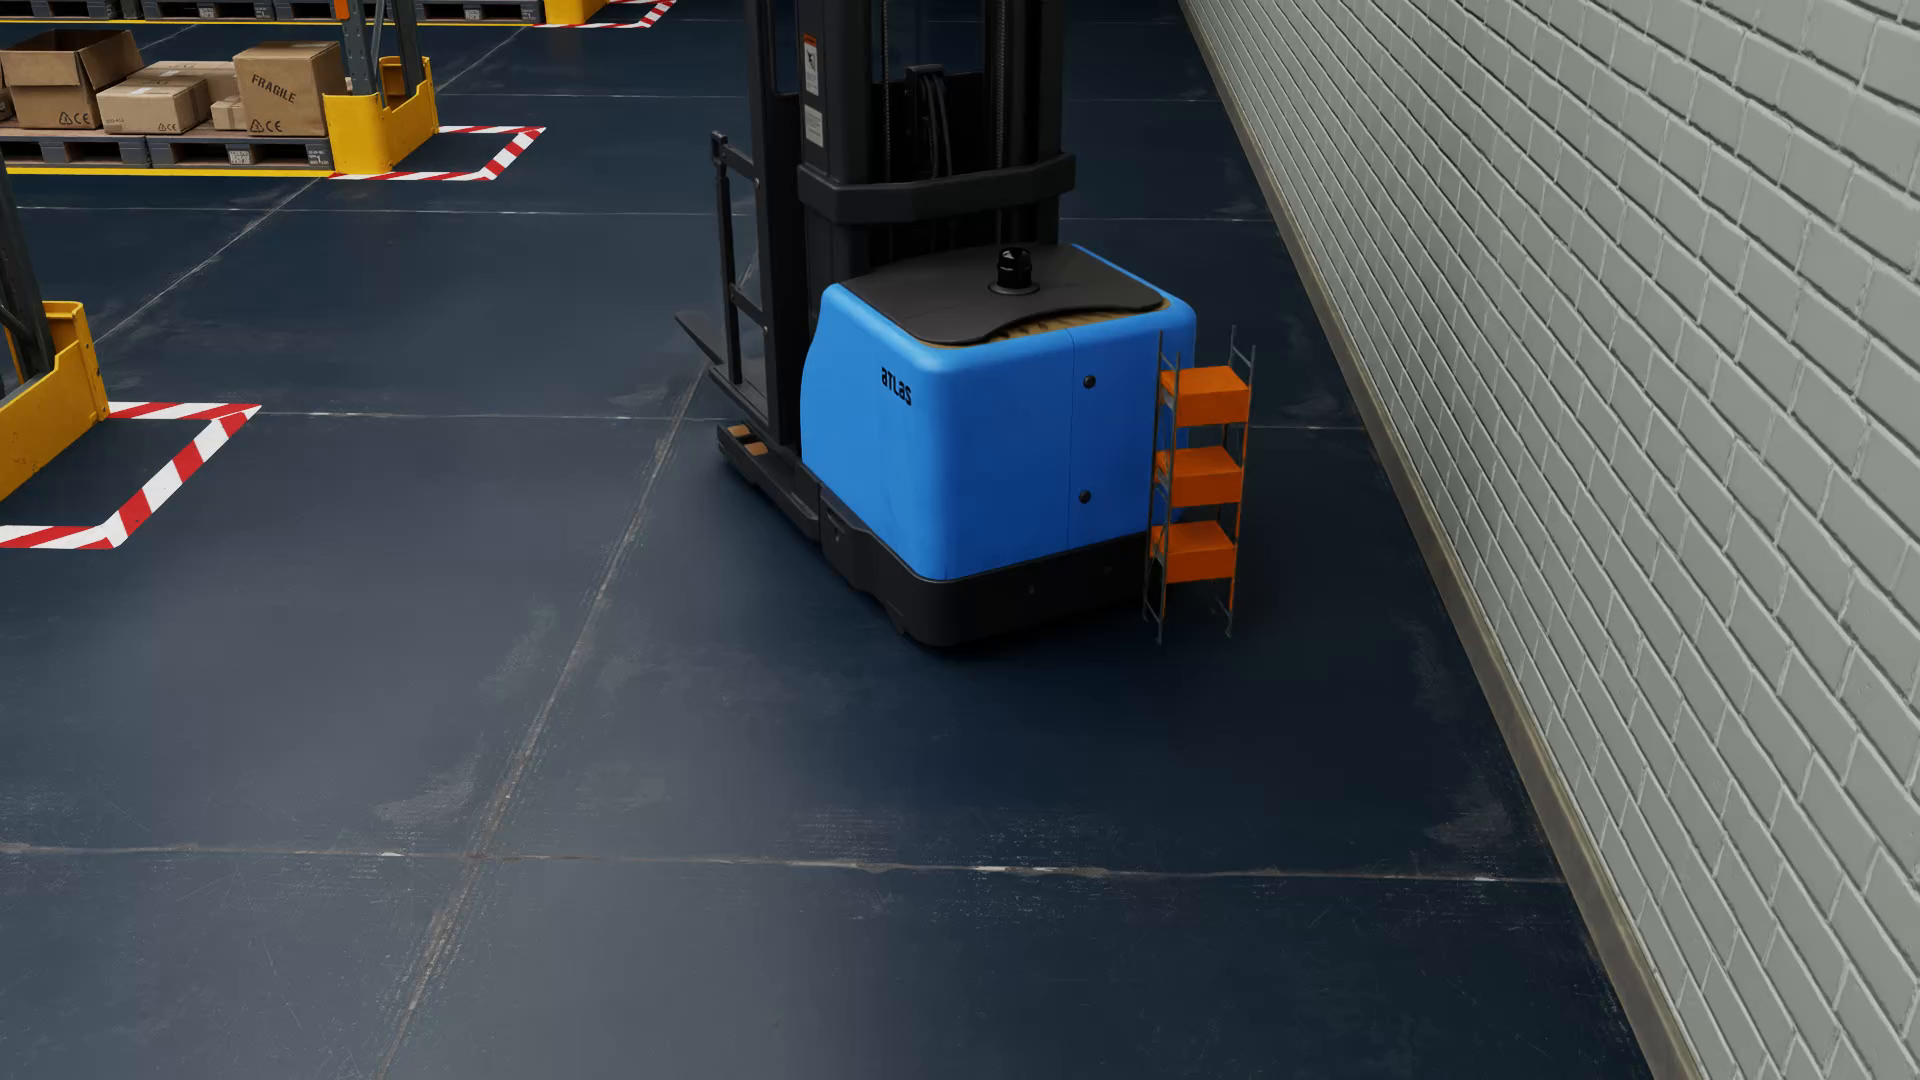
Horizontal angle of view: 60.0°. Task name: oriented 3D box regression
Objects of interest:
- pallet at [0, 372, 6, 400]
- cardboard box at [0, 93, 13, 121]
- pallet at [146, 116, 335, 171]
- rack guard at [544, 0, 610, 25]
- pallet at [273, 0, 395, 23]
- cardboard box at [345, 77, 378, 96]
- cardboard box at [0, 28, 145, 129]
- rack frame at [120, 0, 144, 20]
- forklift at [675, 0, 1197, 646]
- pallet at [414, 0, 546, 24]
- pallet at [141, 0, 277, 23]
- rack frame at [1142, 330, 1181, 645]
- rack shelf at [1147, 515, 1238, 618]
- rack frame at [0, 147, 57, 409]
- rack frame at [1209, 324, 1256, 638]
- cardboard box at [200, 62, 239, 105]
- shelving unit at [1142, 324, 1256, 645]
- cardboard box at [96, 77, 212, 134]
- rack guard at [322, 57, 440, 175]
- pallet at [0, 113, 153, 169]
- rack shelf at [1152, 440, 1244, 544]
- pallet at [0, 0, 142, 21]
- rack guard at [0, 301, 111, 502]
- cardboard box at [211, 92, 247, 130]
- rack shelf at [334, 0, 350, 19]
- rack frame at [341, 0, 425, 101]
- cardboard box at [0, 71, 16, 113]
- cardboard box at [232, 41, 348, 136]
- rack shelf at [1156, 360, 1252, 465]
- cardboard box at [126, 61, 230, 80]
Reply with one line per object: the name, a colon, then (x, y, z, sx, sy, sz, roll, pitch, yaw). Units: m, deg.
pallet: (-4.761, -0.424, 6.824, 1.213, 0.211, 1.003, 1, 28, 2)
cardboard box: (-6.481, -2.833, 10.948, 0.250, 0.166, 0.380, 1, 28, 2)
pallet: (-4.633, -2.724, 11.164, 1.213, 0.211, 1.003, 1, 28, 2)
rack guard: (-3.565, -5.157, 15.444, 0.348, 0.500, 1.175, 1, 28, 2)
pallet: (-5.607, -5.027, 15.508, 1.213, 0.211, 1.003, 1, 28, 2)
cardboard box: (-4.166, -3.045, 11.366, 0.250, 0.149, 0.380, 1, 28, 2)
cardboard box: (-5.880, -3.072, 11.037, 0.637, 0.503, 0.797, 1, 28, 2)
rack frame: (-7.586, -6.327, 14.984, 0.127, 3.000, 1.000, 1, 28, 2)
forklift: (-0.338, -1.608, 6.154, 1.130, 2.935, 3.031, -14, 31, -24)
pallet: (-4.391, -5.006, 15.468, 1.213, 0.211, 1.003, 1, 28, 2)
pallet: (-6.829, -5.046, 15.544, 1.213, 0.211, 1.003, 1, 28, 2)
rack frame: (0.653, -0.156, 5.424, 0.008, 1.050, 0.200, -5, 28, -10)
rack shelf: (0.773, 0.087, 5.580, 0.240, 0.259, 0.215, -5, 28, -10)
rack frame: (-3.939, -1.624, 6.111, 0.127, 3.000, 1.000, 1, 28, 2)
rack frame: (0.892, -0.179, 5.466, 0.008, 1.050, 0.200, -5, 28, -10)
cardboard box: (-4.793, -3.072, 11.309, 0.500, 0.250, 0.500, 1, 28, 2)
shelving unit: (0.773, -0.167, 5.445, 0.252, 1.050, 0.215, -5, 28, -10)
cardboard box: (-5.260, -2.846, 10.881, 0.500, 0.250, 0.500, 1, 28, 2)
rack guard: (-3.836, -2.839, 11.073, 0.348, 0.500, 1.175, 1, 28, 2)
pallet: (-5.849, -2.746, 11.205, 1.213, 0.211, 1.003, 1, 28, 2)
rack shelf: (0.773, -0.158, 5.450, 0.240, 0.259, 0.215, -5, 28, -10)
pallet: (-8.360, -5.073, 15.594, 1.213, 0.211, 1.003, 1, 28, 2)
rack guard: (-3.914, -0.525, 6.707, 0.348, 0.500, 1.175, 1, 28, 2)
cardboard box: (-4.714, -2.828, 10.937, 0.250, 0.166, 0.380, 1, 28, 2)
rack shelf: (-5.759, -3.658, 10.716, 4.000, 0.370, 1.077, 1, 28, 2)
rack frame: (-3.760, -3.943, 10.485, 0.127, 3.000, 1.000, 1, 28, 2)
cardboard box: (-6.429, -3.126, 11.346, 0.500, 0.311, 0.500, 1, 28, 2)
cardboard box: (-4.312, -2.926, 10.767, 0.500, 0.500, 0.500, 1, 28, 2)
rack shelf: (0.773, -0.409, 5.317, 0.240, 0.259, 0.215, -5, 28, -10)
cardboard box: (-5.293, -3.080, 11.324, 0.500, 0.250, 0.500, 1, 28, 2)
